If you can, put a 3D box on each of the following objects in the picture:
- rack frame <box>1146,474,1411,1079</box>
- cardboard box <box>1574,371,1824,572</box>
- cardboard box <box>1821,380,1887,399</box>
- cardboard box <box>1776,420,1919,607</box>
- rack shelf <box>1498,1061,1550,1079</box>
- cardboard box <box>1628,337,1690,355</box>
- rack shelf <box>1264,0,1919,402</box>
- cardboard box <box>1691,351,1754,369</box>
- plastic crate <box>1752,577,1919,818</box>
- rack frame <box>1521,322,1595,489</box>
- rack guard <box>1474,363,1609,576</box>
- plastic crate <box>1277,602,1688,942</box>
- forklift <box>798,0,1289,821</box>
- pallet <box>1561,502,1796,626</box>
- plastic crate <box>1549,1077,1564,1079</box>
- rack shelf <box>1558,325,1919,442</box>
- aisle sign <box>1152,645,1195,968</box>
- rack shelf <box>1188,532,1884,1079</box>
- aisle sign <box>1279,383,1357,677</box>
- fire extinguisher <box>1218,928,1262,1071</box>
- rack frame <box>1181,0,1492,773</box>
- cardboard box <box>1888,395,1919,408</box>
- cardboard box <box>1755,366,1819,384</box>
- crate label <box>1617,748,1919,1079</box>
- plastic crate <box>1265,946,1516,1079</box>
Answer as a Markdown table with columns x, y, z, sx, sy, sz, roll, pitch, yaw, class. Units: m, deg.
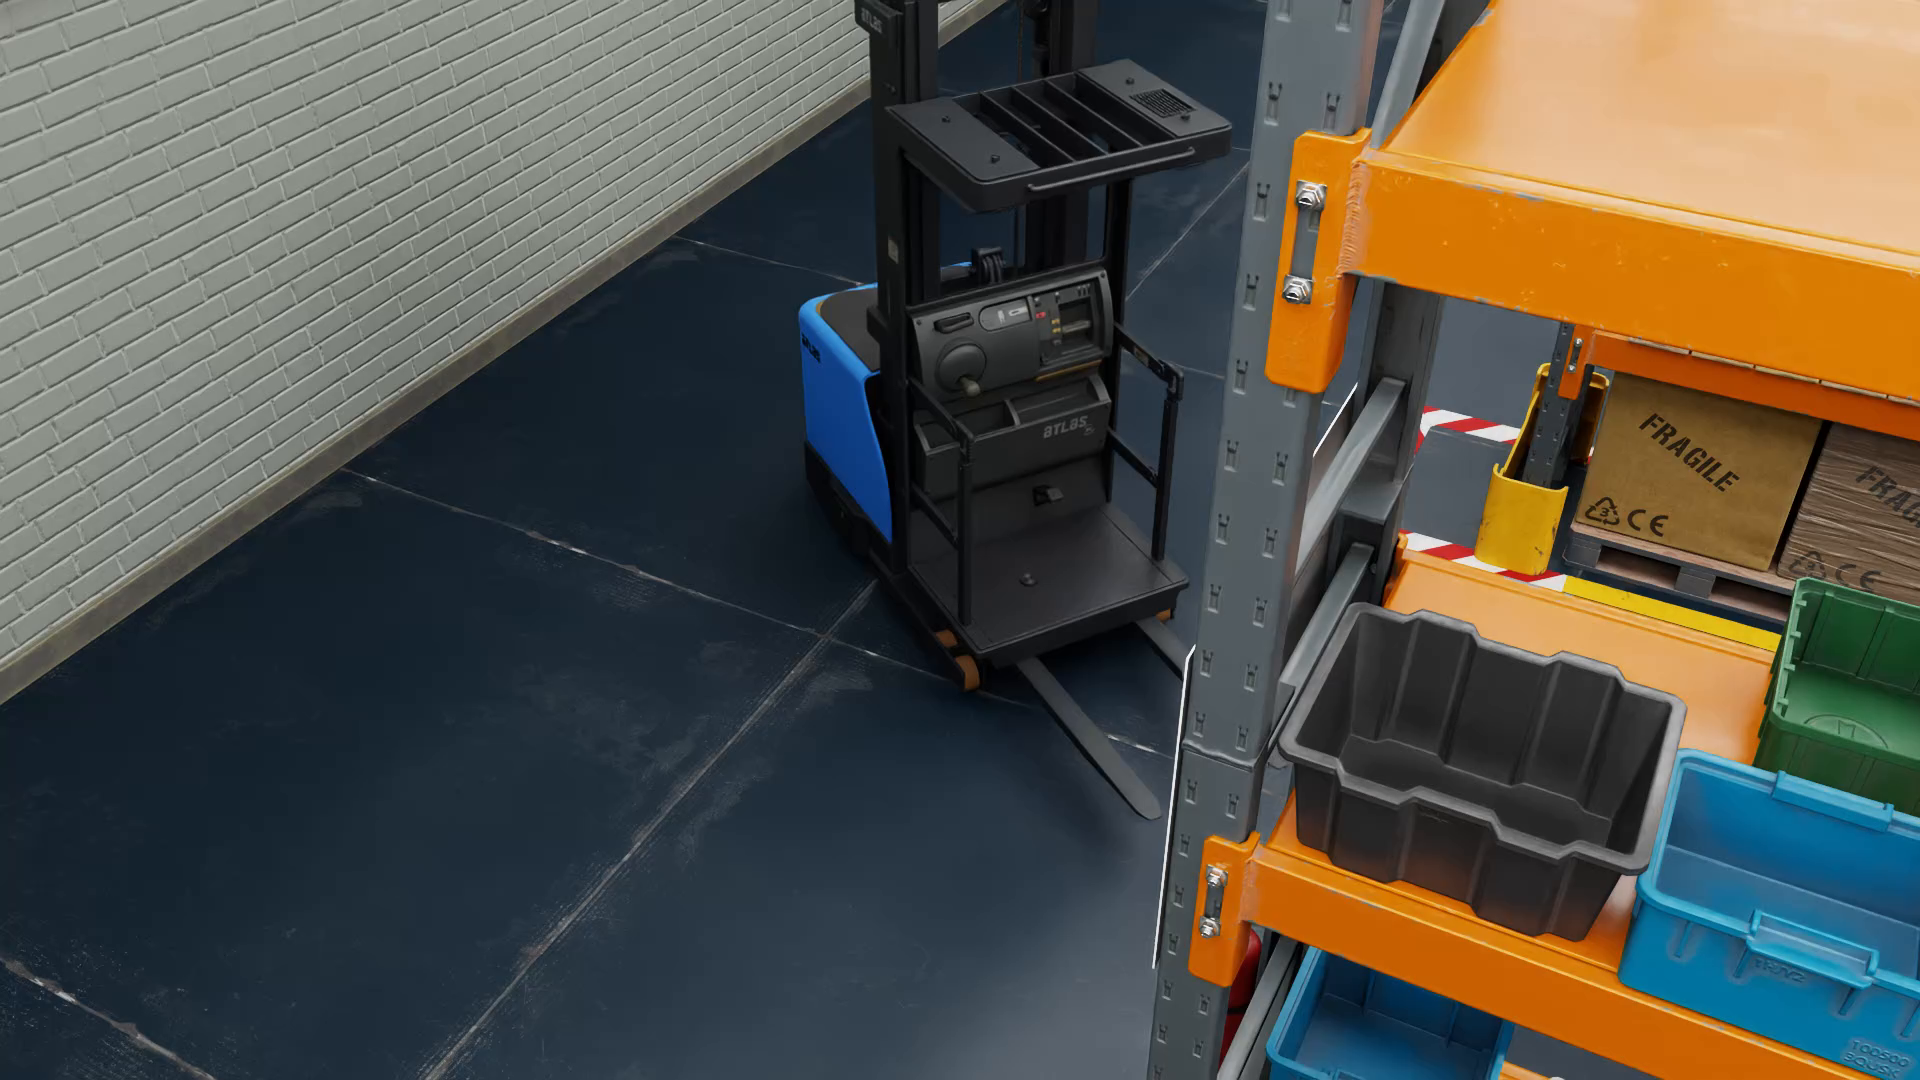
| x | y | z | sx | sy | sz | roll | pitch | yaw | class |
| --- | --- | --- | --- | --- | --- | --- | --- | --- | --- |
| 0.662 | 1.298 | 4.059 | 0.127 | 3.000 | 1.000 | 17 | 41 | 21 | rack frame |
| 3.545 | -0.547 | 7.900 | 0.875 | 0.875 | 0.875 | 17 | 41 | 21 | cardboard box |
| 3.791 | -0.772 | 6.994 | 0.250 | 0.149 | 0.380 | 17 | 40 | 21 | cardboard box |
| 4.353 | -0.294 | 7.567 | 0.875 | 0.875 | 0.875 | 17 | 41 | 21 | cardboard box |
| 2.438 | 2.141 | 3.544 | 4.000 | 0.370 | 1.077 | 17 | 41 | 21 | rack shelf |
| 3.103 | -0.985 | 7.275 | 0.250 | 0.149 | 0.380 | 18 | 41 | 22 | cardboard box |
| 2.438 | -0.090 | 1.851 | 4.000 | 0.370 | 1.077 | 17 | 41 | 21 | rack shelf |
| 3.331 | -0.915 | 7.182 | 0.250 | 0.149 | 0.380 | 17 | 40 | 21 | cardboard box |
| 1.669 | 0.309 | 3.057 | 0.336 | 0.188 | 0.450 | 17 | 41 | 21 | plastic crate |
| 2.939 | -1.361 | 7.562 | 0.127 | 3.000 | 1.000 | 17 | 41 | 21 | rack frame |
| 2.918 | -0.372 | 8.327 | 0.348 | 0.500 | 1.175 | 17 | 41 | 21 | rack guard |
| 0.875 | 0.412 | 2.854 | 0.590 | 0.269 | 0.497 | 17 | 41 | 21 | plastic crate |
| 0.334 | -0.806 | 6.887 | 1.130 | 2.935 | 3.031 | -17 | 41 | -22 | forklift |
| 3.685 | -0.070 | 8.168 | 1.213 | 0.211 | 1.003 | 17 | 41 | 21 | pallet |
| 1.469 | 1.509 | 3.950 | 0.243 | 0.136 | 0.396 | 17 | 41 | 21 | plastic crate |
| 4.715 | -0.519 | 7.047 | 4.000 | 0.370 | 1.077 | 17 | 41 | 21 | rack shelf |
| 0.461 | 0.402 | 3.089 | 0.004 | 0.787 | 0.394 | 17 | 41 | 21 | aisle sign |
| 2.438 | 0.946 | 2.637 | 4.000 | 0.370 | 1.077 | 17 | 41 | 21 | rack shelf |
| 0.733 | 0.085 | 3.507 | 0.004 | 0.787 | 0.394 | 17 | 41 | 21 | aisle sign |
| 0.737 | 1.191 | 4.572 | 0.183 | 0.674 | 0.296 | 17 | 41 | 21 | fire extinguisher |
| 0.662 | -1.092 | 2.245 | 0.127 | 3.000 | 1.000 | 17 | 41 | 21 | rack frame |
| 4.016 | -0.701 | 6.900 | 0.250 | 0.149 | 0.380 | 17 | 40 | 21 | cardboard box |
| 3.559 | -0.844 | 7.088 | 0.250 | 0.149 | 0.380 | 16 | 40 | 20 | cardboard box |
| 1.332 | 0.592 | 2.631 | 0.502 | 0.251 | 0.408 | 17 | 41 | 21 | crate label |
| 1.045 | 1.253 | 4.040 | 0.499 | 0.435 | 0.616 | 17 | 41 | 21 | plastic crate |
